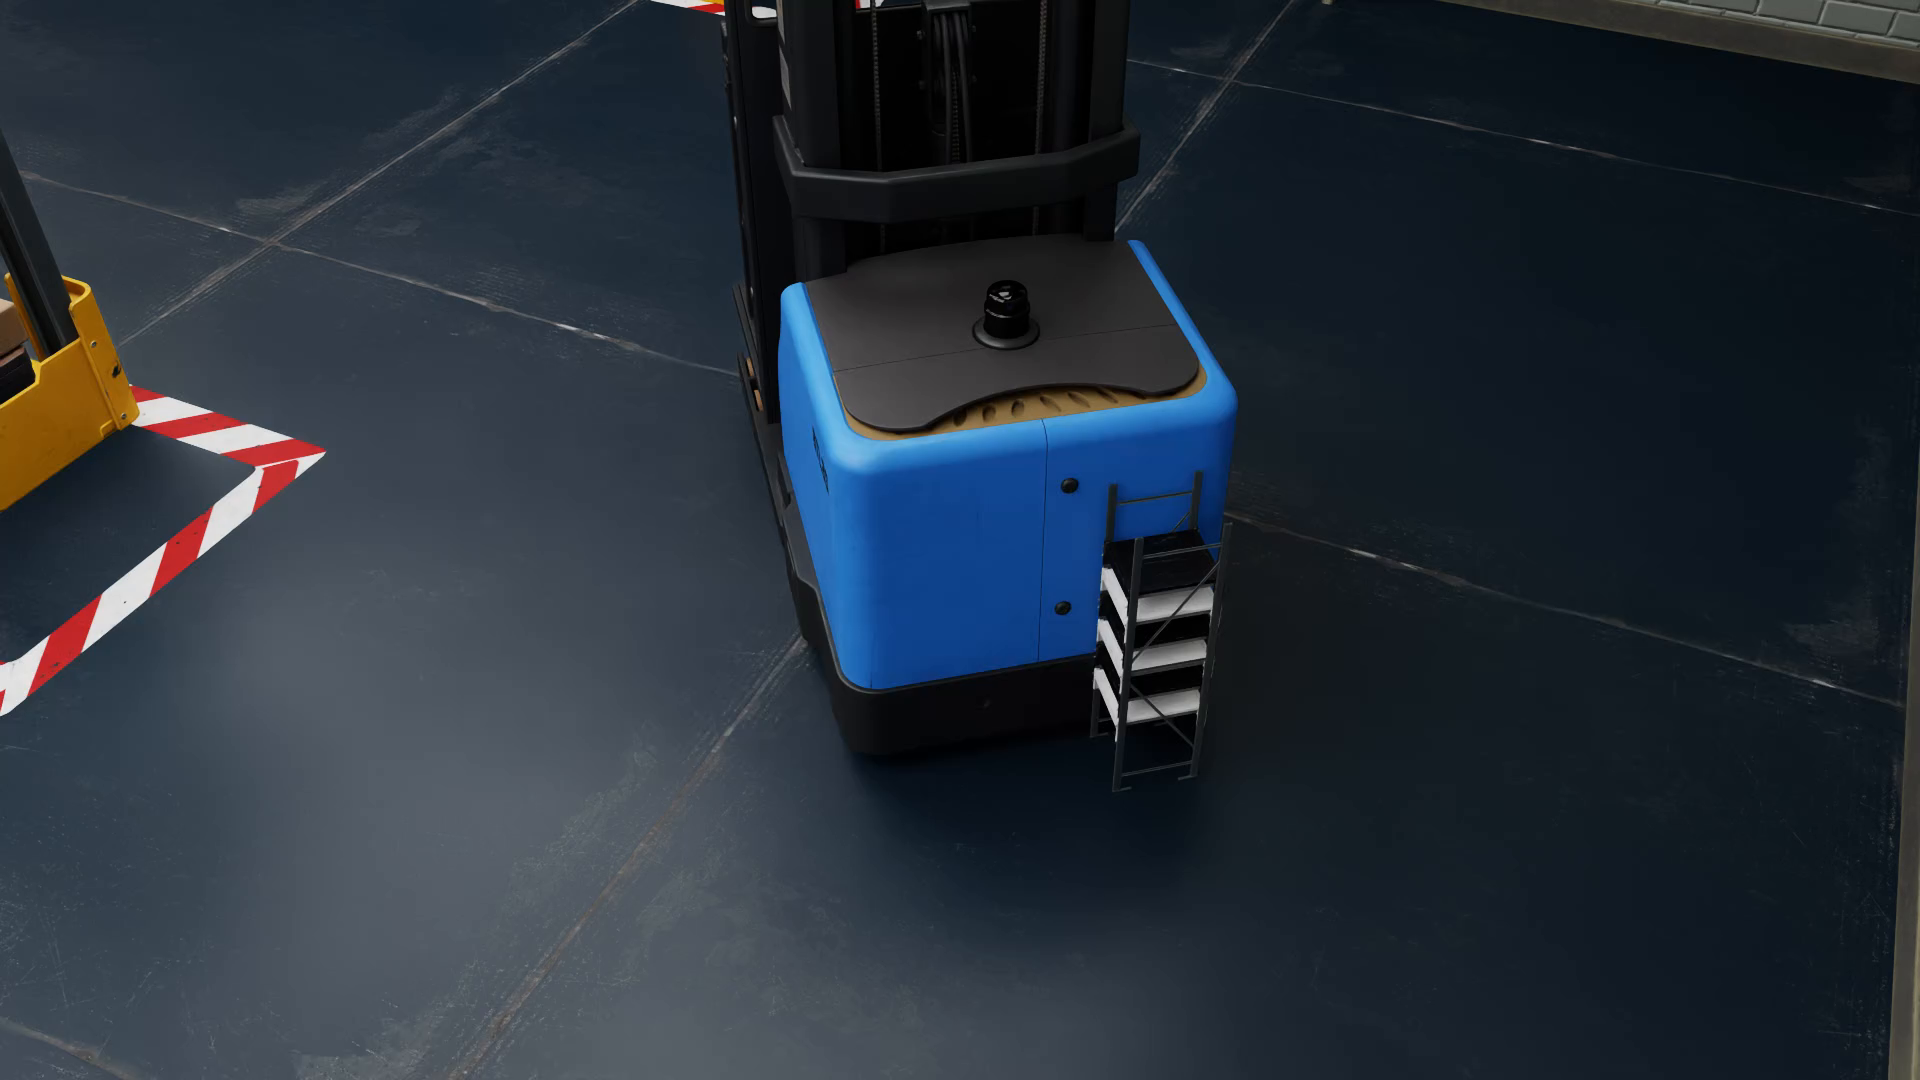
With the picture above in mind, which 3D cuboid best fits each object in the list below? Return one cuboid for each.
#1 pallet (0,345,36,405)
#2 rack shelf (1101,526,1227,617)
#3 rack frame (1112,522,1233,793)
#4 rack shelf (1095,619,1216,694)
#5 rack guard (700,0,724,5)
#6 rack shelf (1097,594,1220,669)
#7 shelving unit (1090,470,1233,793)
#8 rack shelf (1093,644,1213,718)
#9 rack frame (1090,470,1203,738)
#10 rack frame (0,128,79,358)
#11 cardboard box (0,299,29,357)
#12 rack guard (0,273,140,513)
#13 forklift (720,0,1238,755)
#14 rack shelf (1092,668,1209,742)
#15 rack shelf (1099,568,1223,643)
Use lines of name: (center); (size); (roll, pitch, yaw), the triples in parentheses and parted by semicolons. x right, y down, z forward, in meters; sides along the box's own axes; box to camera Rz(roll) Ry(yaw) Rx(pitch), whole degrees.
pallet: (-3.940, -0.448, 5.606); (1.213, 0.211, 1.003); (17, 44, 19)
rack shelf: (0.502, 0.075, 4.115); (0.258, 0.077, 0.200); (-9, 42, -10)
rack frame: (0.526, 0.319, 4.195); (0.240, 0.900, 0.006); (-9, 42, -10)
rack shelf: (0.502, 0.279, 4.292); (0.258, 0.077, 0.200); (-9, 42, -10)
rack guard: (-1.036, -3.251, 8.619); (0.348, 0.500, 1.175); (17, 44, 19)
rack shelf: (0.502, 0.211, 4.233); (0.258, 0.077, 0.200); (-9, 42, -10)
shelving unit: (0.502, 0.254, 4.270); (0.258, 0.900, 0.210); (-9, 42, -10)
rack shelf: (0.502, 0.347, 4.350); (0.258, 0.077, 0.200); (-9, 42, -10)
rack frame: (0.478, 0.189, 4.344); (0.240, 0.900, 0.006); (-9, 42, -10)
rack frame: (-3.148, -1.261, 4.414); (0.127, 3.000, 1.000); (17, 44, 19)
cardboard box: (-3.383, -0.670, 5.573); (0.250, 0.149, 0.380); (17, 44, 19)
rack guard: (-3.217, -0.337, 5.257); (0.348, 0.500, 1.175); (17, 44, 19)
forklift: (-0.147, -1.504, 4.748); (1.130, 2.935, 3.031); (-9, 42, -10)
rack shelf: (0.502, 0.415, 4.409); (0.258, 0.077, 0.200); (-9, 42, -10)
rack shelf: (0.502, 0.143, 4.174); (0.258, 0.077, 0.200); (-9, 42, -10)
